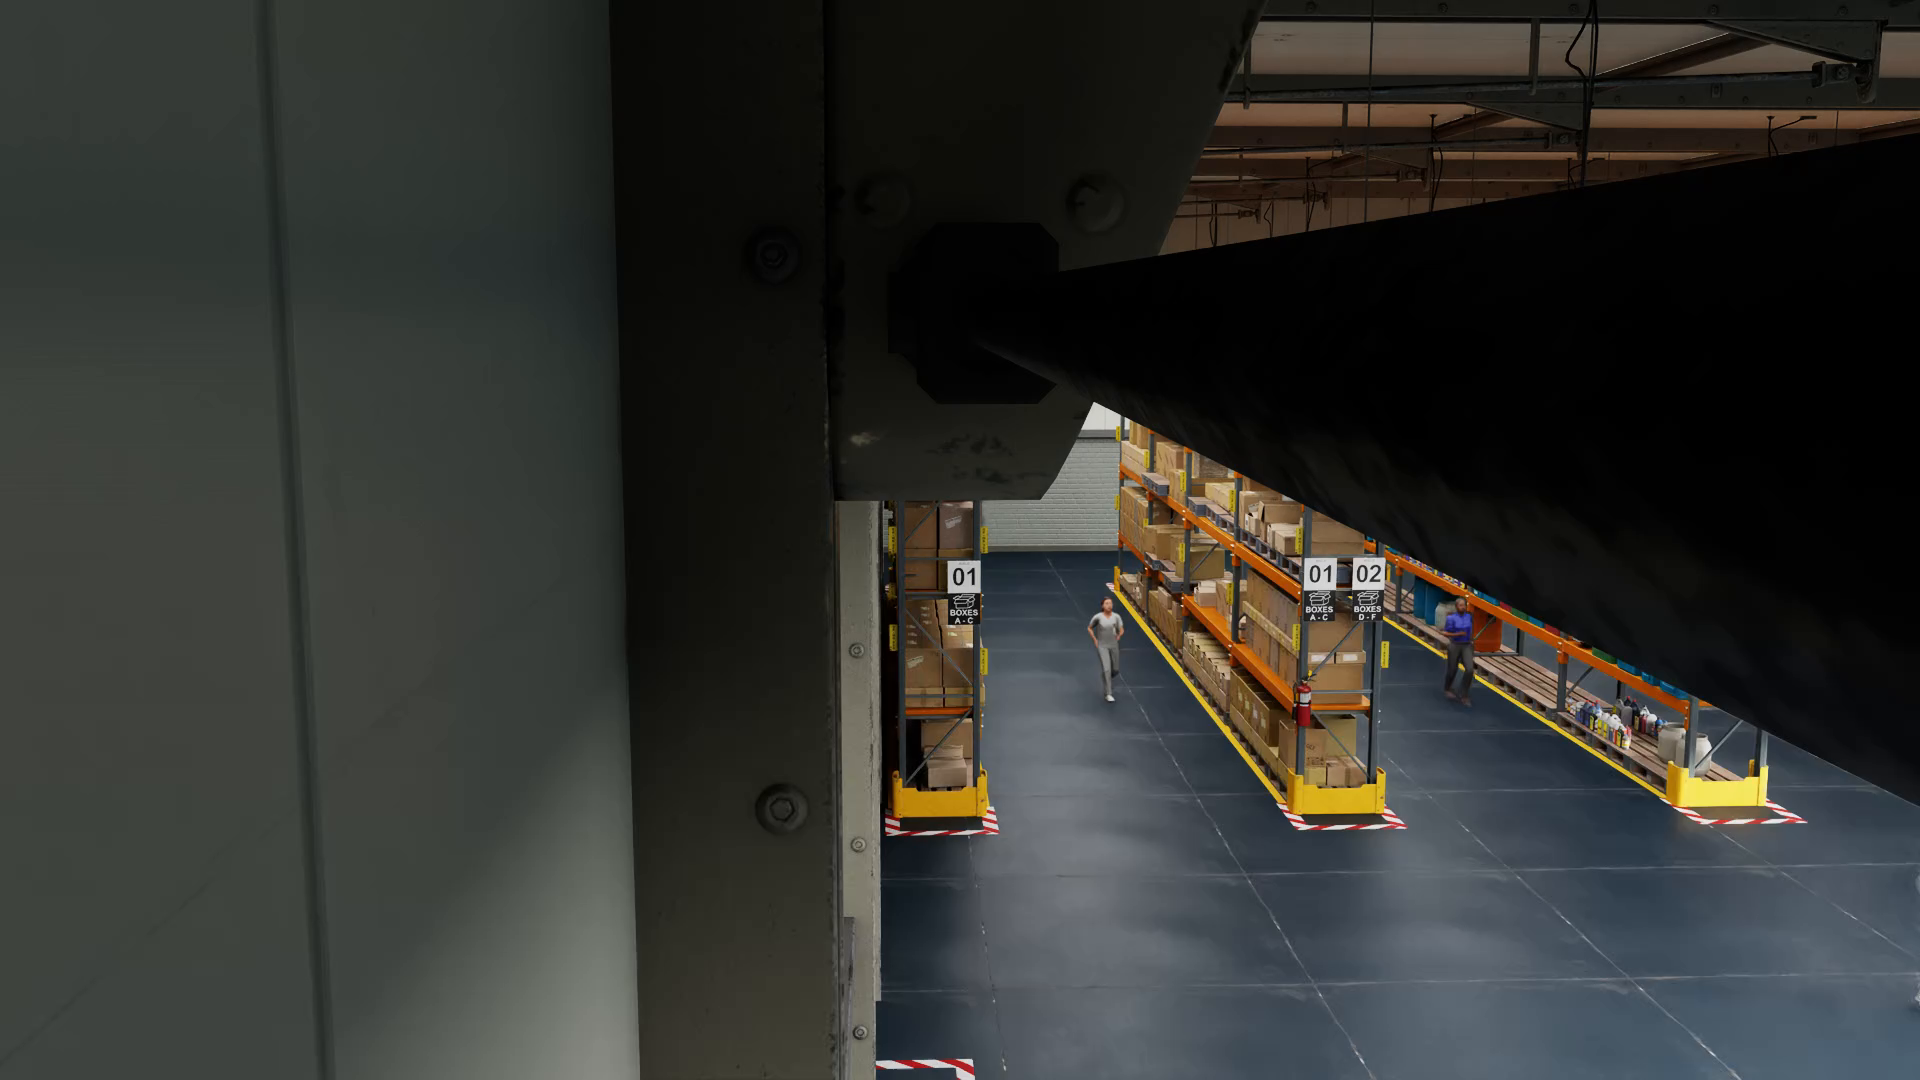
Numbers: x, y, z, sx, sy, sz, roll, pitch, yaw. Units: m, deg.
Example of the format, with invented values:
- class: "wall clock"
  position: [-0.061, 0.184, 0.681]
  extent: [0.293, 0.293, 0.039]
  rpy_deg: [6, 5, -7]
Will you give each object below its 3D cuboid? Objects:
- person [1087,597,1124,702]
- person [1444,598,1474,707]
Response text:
- class: "person"
  position: [2.333, 1.710, 26.547]
  extent: [0.575, 1.635, 0.802]
  rpy_deg: [-2, 8, -11]
- class: "person"
  position: [7.864, 1.761, 26.175]
  extent: [0.556, 1.715, 0.714]
  rpy_deg: [-1, 8, -6]
